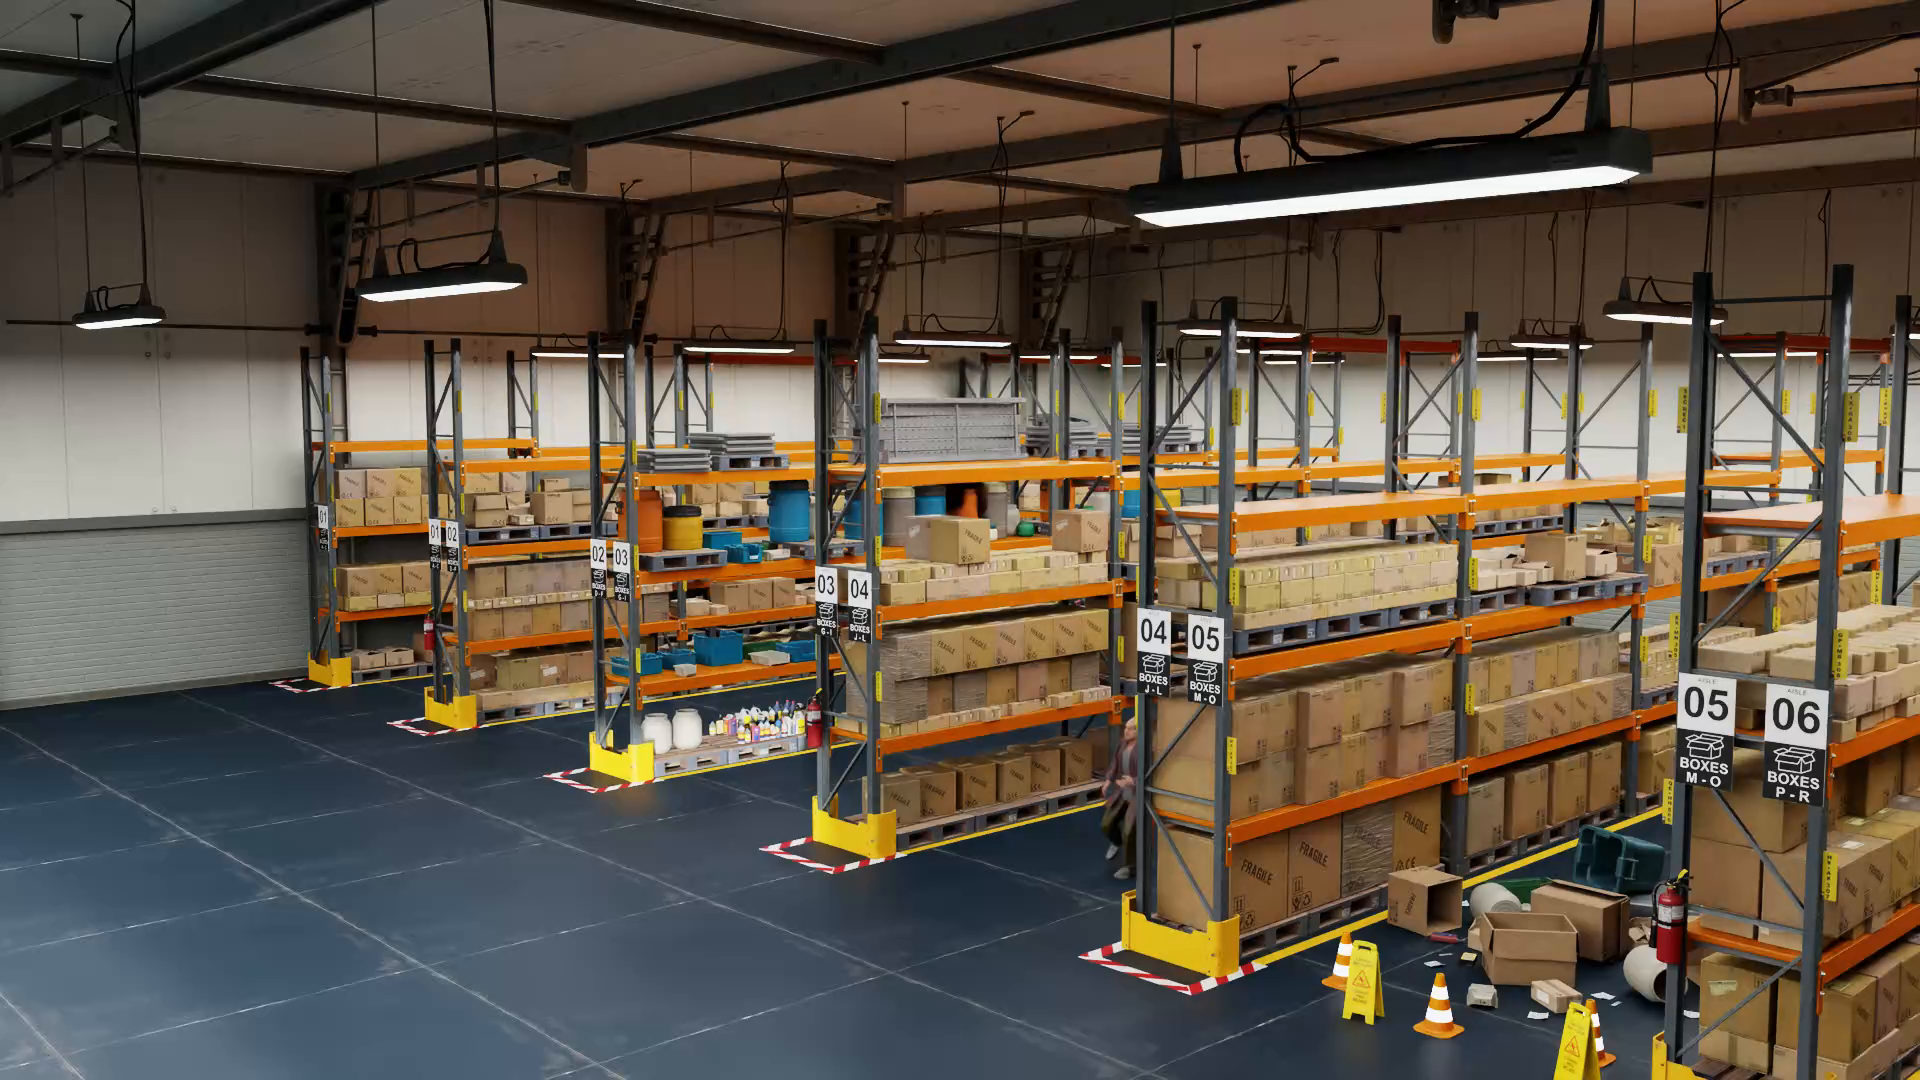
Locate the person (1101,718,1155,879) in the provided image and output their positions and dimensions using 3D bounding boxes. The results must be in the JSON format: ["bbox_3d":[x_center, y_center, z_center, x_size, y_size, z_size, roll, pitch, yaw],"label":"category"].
[{"bbox_3d":[1.825,2.757,17.801,0.818,1.735,0.554,4,6,36],"label":"person"}]
